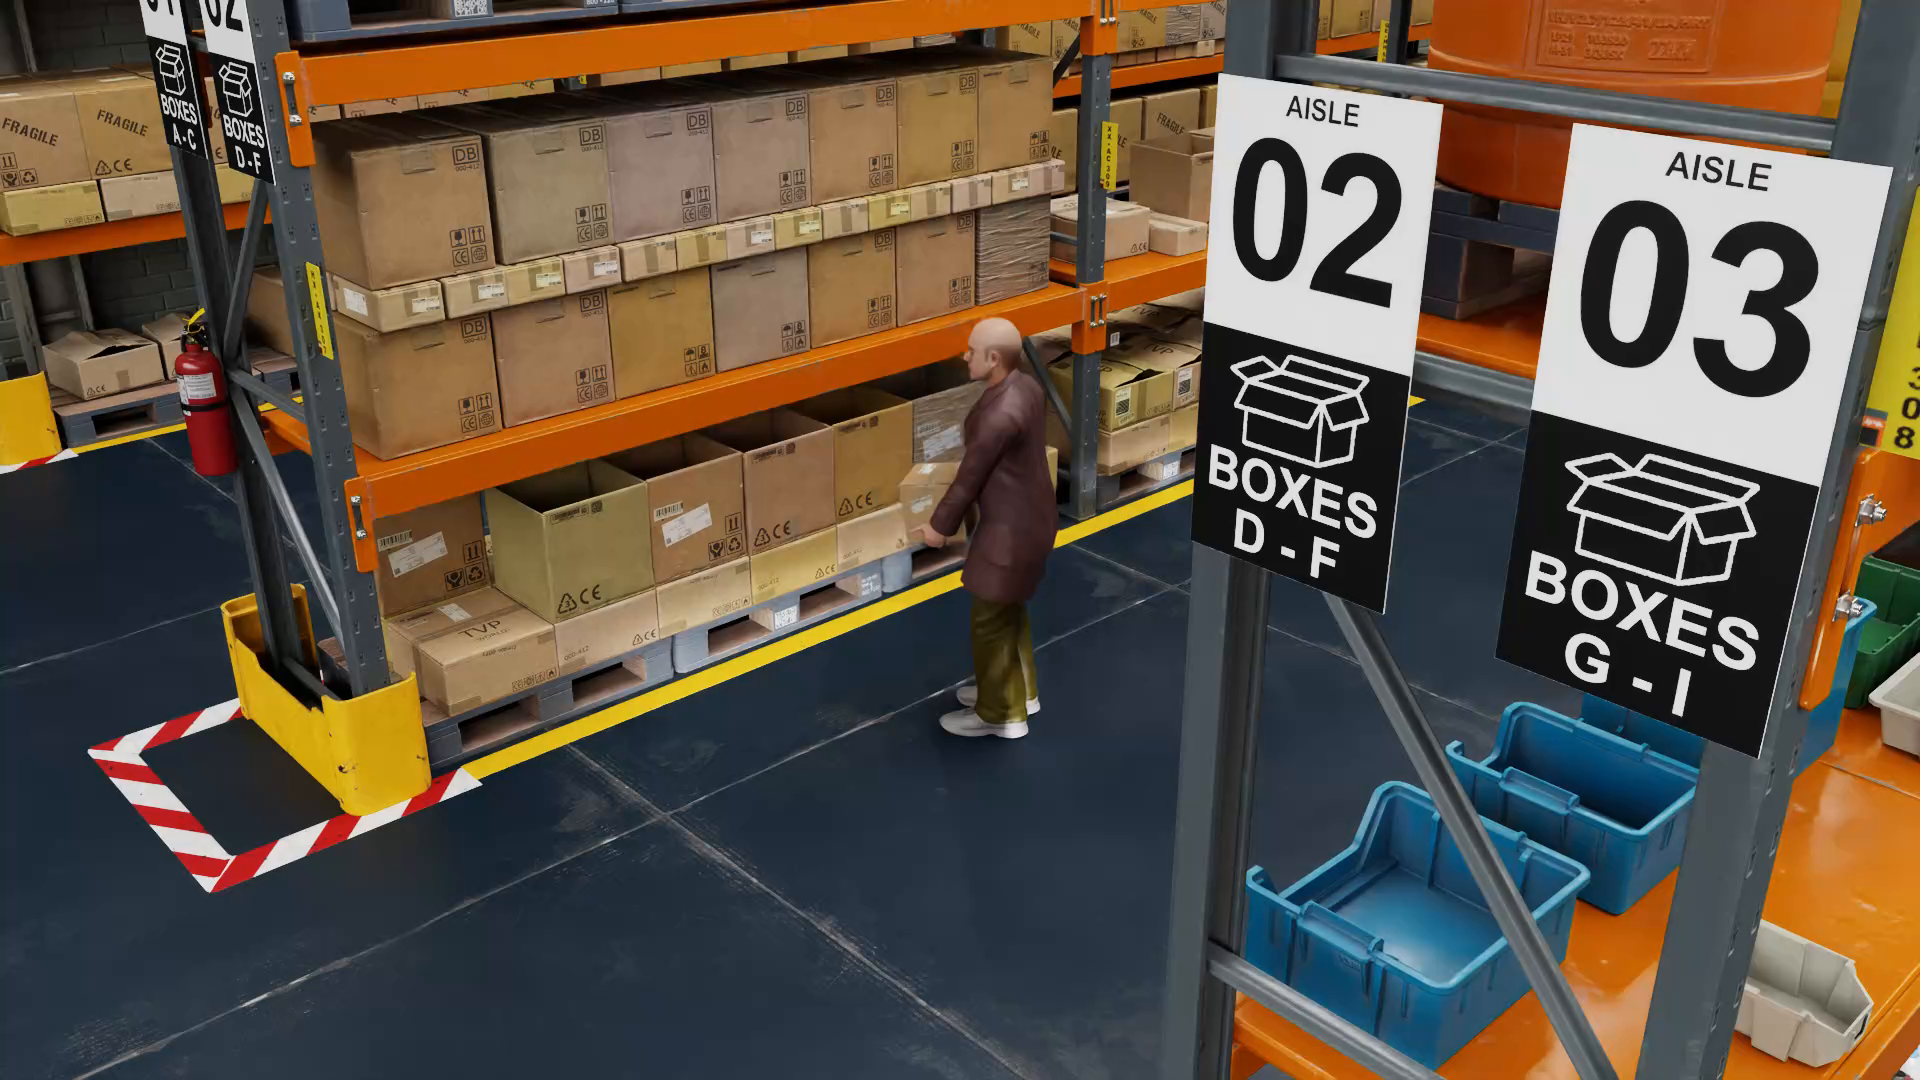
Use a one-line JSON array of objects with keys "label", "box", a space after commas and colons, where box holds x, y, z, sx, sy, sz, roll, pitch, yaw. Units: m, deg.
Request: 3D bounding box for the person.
[{"label": "person", "box": [0.104, -0.045, 6.732, 0.580, 1.776, 0.524, 6, 25, 13]}]
